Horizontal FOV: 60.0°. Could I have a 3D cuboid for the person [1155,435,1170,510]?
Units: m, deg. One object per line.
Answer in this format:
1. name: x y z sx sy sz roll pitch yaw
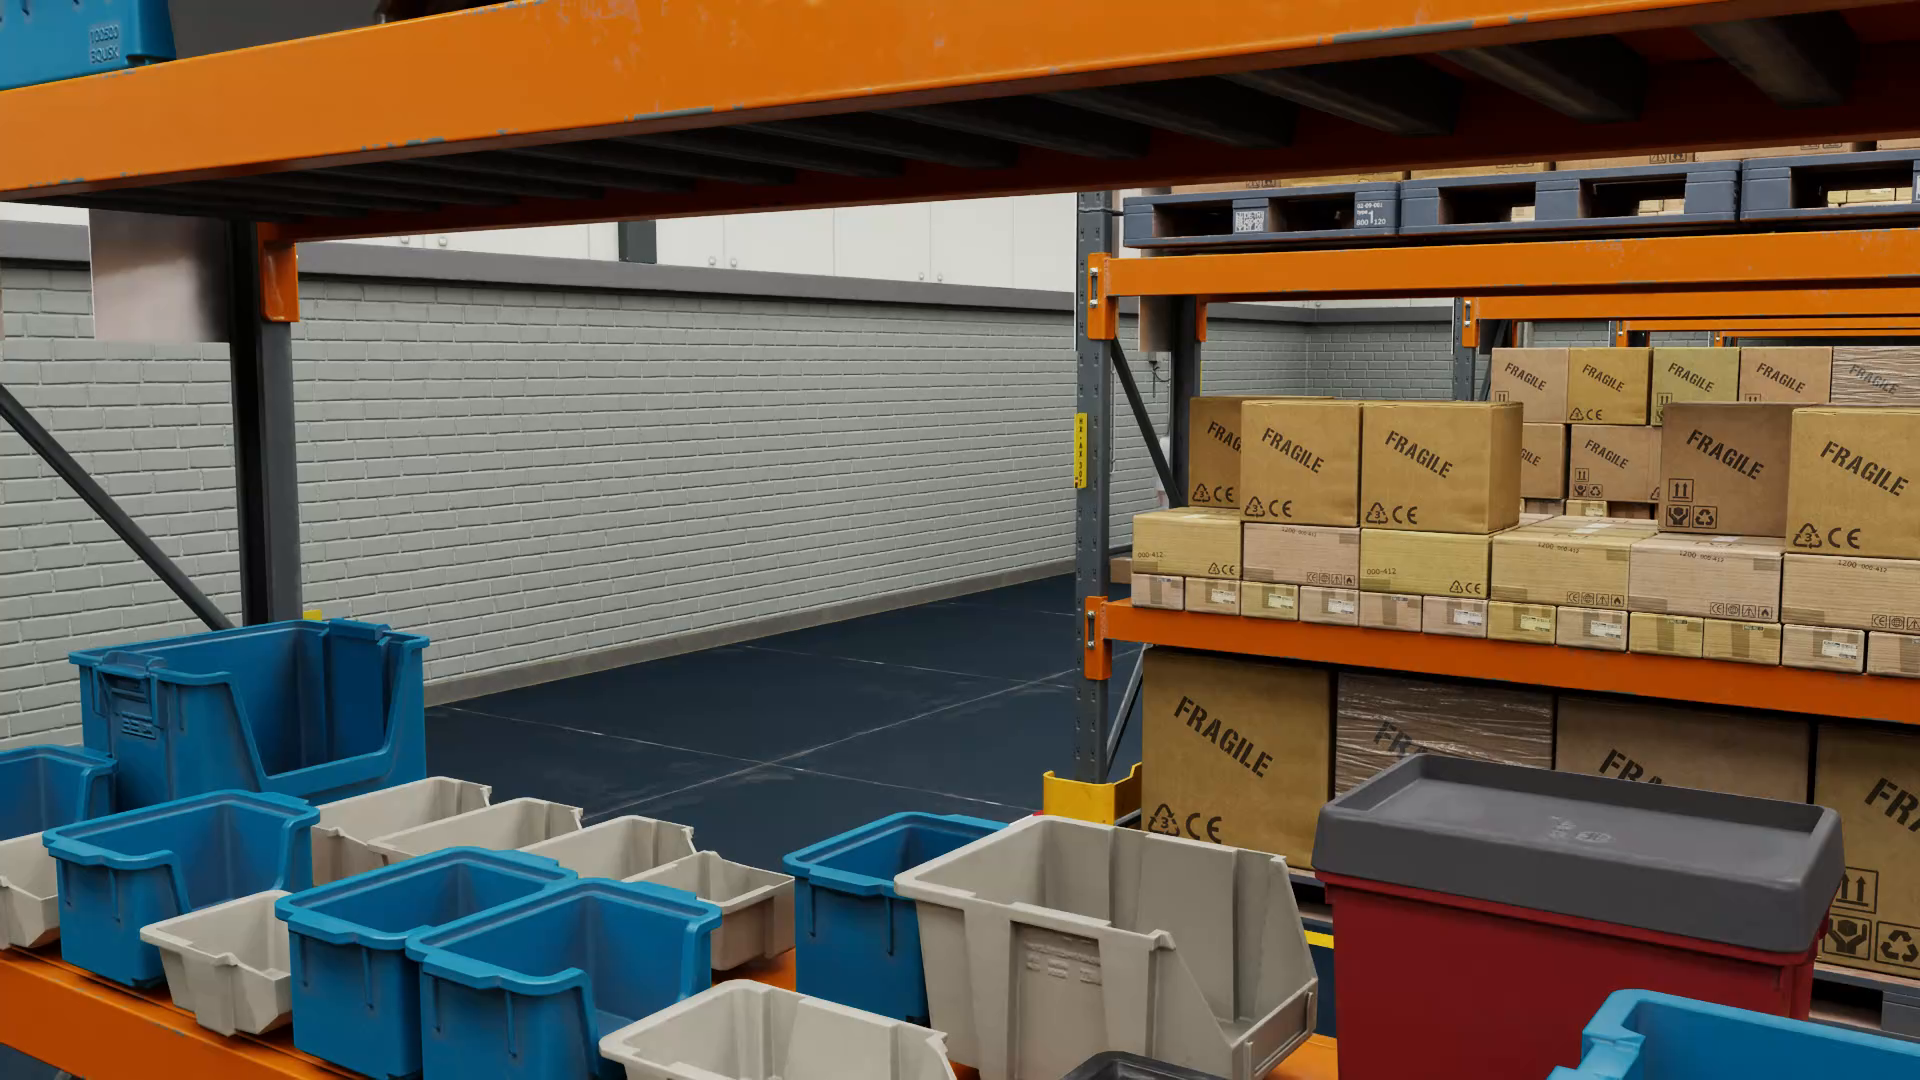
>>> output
1. person: 2.528 -0.527 18.669 0.599 1.829 0.504 3 7 29
